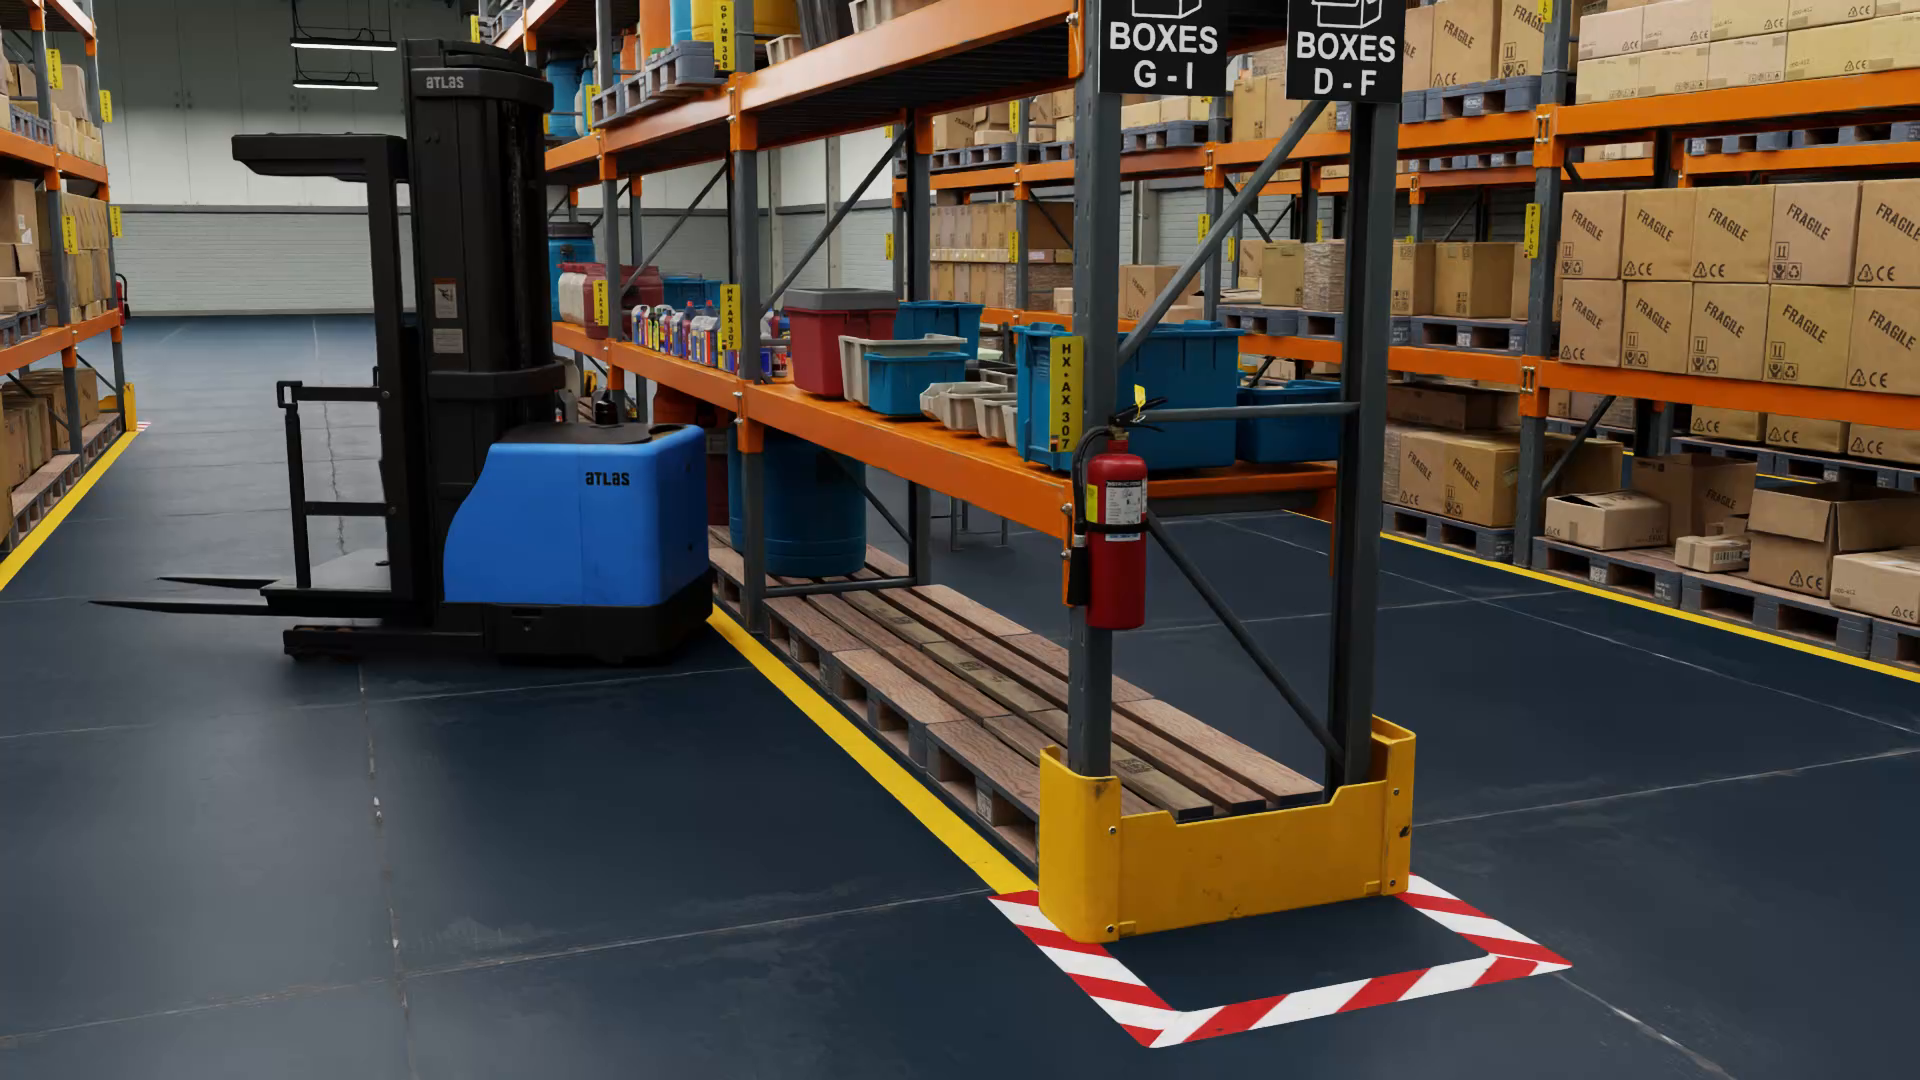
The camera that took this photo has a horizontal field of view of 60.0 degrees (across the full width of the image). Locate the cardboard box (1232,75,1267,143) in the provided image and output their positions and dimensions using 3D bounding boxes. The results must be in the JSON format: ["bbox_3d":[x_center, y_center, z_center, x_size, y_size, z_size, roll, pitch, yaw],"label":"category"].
[{"bbox_3d":[2.716,-3.445,13.372,0.910,0.500,0.500,-4,11,-21],"label":"cardboard box"}]

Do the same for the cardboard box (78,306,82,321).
[{"bbox_3d":[-8.249,-2.064,15.178,0.380,0.149,0.250,-4,11,-21],"label":"cardboard box"}]

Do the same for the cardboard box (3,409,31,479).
[{"bbox_3d":[-7.596,-0.727,12.823,0.700,0.500,0.500,-5,11,-26],"label":"cardboard box"}]

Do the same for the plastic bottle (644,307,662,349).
[{"bbox_3d":[-2.068,-1.447,11.342,0.152,0.276,0.135,-4,11,-21],"label":"plastic bottle"}]

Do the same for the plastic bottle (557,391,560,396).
[{"bbox_3d":[-4.143,-1.388,17.159,0.061,0.283,0.133,-4,11,-21],"label":"plastic bottle"}]

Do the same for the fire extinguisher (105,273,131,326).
[{"bbox_3d":[-9.219,-2.676,18.118,0.296,0.674,0.183,-4,11,-21],"label":"fire extinguisher"}]

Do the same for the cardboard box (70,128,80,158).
[{"bbox_3d":[-8.448,-3.673,15.370,0.500,0.250,0.500,-4,11,-23],"label":"cardboard box"}]

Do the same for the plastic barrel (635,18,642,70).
[{"bbox_3d":[-2.187,-3.546,12.793,0.600,0.901,0.600,0,10,0],"label":"plastic barrel"}]

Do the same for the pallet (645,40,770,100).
[{"bbox_3d":[-1.017,-2.527,9.036,1.213,0.211,1.003,-4,11,-21],"label":"pallet"}]

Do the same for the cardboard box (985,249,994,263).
[{"bbox_3d":[0.498,-3.166,18.518,0.380,0.149,0.250,-4,11,-21],"label":"cardboard box"}]

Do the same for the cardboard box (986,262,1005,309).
[{"bbox_3d":[0.713,-2.848,18.580,0.700,0.500,0.500,-4,11,-21],"label":"cardboard box"}]

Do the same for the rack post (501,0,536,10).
[{"bbox_3d":[-4.259,-5.582,17.324,0.937,0.300,0.954,-4,11,-22],"label":"rack post"}]

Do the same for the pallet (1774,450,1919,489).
[{"bbox_3d":[7.796,-0.598,14.179,1.003,0.211,1.213,-4,11,-21],"label":"pallet"}]

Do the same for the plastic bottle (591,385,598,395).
[{"bbox_3d":[-3.949,-1.538,18.000,0.061,0.283,0.133,-4,11,-21],"label":"plastic bottle"}]

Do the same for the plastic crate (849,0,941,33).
[{"bbox_3d":[-0.172,-2.037,6.495,0.437,0.136,0.530,-4,11,-21],"label":"plastic crate"}]

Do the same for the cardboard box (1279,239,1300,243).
[{"bbox_3d":[4.488,-3.651,21.611,0.500,0.500,0.500,-4,11,-23],"label":"cardboard box"}]

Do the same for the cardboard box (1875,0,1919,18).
[{"bbox_3d":[4.643,-2.563,7.697,0.500,0.250,0.500,-4,11,-21],"label":"cardboard box"}]

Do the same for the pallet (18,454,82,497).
[{"bbox_3d":[-7.874,-0.513,13.702,1.003,0.211,1.213,-4,11,-21],"label":"pallet"}]

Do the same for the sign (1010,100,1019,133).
[{"bbox_3d":[0.561,-4.376,17.188,0.100,0.325,0.005,-4,11,-21],"label":"sign"}]

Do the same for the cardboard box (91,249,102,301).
[{"bbox_3d":[-8.999,-2.612,16.403,0.875,0.500,0.500,-4,11,-21],"label":"cardboard box"}]

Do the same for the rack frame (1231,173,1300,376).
[{"bbox_3d":[4.243,-3.609,23.144,1.000,3.000,0.127,-4,11,-21],"label":"rack frame"}]

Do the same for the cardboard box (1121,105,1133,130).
[{"bbox_3d":[1.713,-3.935,15.640,0.500,0.250,0.500,-5,11,-26],"label":"cardboard box"}]

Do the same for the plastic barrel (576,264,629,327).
[{"bbox_3d":[-2.976,-2.034,13.900,0.433,0.535,0.433,0,10,0],"label":"plastic barrel"}]

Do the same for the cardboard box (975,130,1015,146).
[{"bbox_3d":[0.385,-4.449,18.422,0.380,0.149,0.250,-4,11,-21],"label":"cardboard box"}]

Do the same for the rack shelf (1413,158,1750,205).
[{"bbox_3d":[6.418,-3.752,17.438,1.077,0.370,4.000,-4,11,-21],"label":"rack shelf"}]

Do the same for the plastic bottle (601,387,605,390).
[{"bbox_3d":[-3.800,-1.518,17.912,0.152,0.276,0.135,-4,11,-22],"label":"plastic bottle"}]

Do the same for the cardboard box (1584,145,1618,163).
[{"bbox_3d":[6.759,-4.058,16.752,0.797,0.503,0.637,-2,10,-13],"label":"cardboard box"}]

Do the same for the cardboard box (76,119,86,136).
[{"bbox_3d":[-8.750,-4.027,16.218,0.380,0.149,0.250,-4,11,-24],"label":"cardboard box"}]

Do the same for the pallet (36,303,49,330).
[{"bbox_3d":[-8.016,-1.785,13.435,1.003,0.211,1.213,-4,11,-21],"label":"pallet"}]

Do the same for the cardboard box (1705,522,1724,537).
[{"bbox_3d":[4.639,-0.016,9.828,0.380,0.149,0.250,-4,11,-21],"label":"cardboard box"}]

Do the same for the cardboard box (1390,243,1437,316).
[{"bbox_3d":[3.279,-1.876,11.915,0.700,0.500,0.500,-7,12,-35],"label":"cardboard box"}]

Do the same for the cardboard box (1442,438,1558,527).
[{"bbox_3d":[3.530,-0.384,10.892,0.500,0.500,0.500,-4,11,-21],"label":"cardboard box"}]

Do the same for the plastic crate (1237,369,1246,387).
[{"bbox_3d":[0.787,-0.484,5.885,0.416,0.233,0.300,-4,11,-21],"label":"plastic crate"}]

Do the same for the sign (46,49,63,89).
[{"bbox_3d":[-7.641,-3.974,14.030,0.100,0.325,0.005,-4,11,-21],"label":"sign"}]

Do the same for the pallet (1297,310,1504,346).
[{"bbox_3d":[3.236,-1.577,12.266,1.003,0.211,1.213,-4,11,-21],"label":"pallet"}]

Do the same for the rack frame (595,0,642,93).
[{"bbox_3d":[-2.091,-4.628,11.743,1.000,3.000,0.127,-4,11,-21],"label":"rack frame"}]

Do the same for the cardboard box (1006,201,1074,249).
[{"bbox_3d":[0.911,-3.401,17.985,0.700,0.500,0.500,-4,11,-21],"label":"cardboard box"}]

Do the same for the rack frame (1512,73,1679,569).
[{"bbox_3d":[3.976,-1.335,10.362,1.000,3.000,0.127,-4,11,-21],"label":"rack frame"}]

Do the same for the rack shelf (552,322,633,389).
[{"bbox_3d":[-2.816,-1.647,14.166,1.077,0.370,4.000,-4,11,-21],"label":"rack shelf"}]

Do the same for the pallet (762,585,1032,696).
[{"bbox_3d":[-0.339,0.469,8.181,1.003,0.211,1.213,-4,11,-21],"label":"pallet"}]

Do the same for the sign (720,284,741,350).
[{"bbox_3d":[-1.155,-1.123,8.379,0.100,0.325,0.005,-4,11,-21],"label":"sign"}]

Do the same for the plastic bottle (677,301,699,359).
[{"bbox_3d":[-1.679,-1.306,10.340,0.144,0.351,0.185,-4,11,-21],"label":"plastic bottle"}]

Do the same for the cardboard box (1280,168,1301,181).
[{"bbox_3d":[4.485,-4.900,21.494,0.500,0.500,0.500,-3,11,-18],"label":"cardboard box"}]

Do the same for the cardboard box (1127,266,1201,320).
[{"bbox_3d":[1.904,-2.310,15.557,0.500,0.500,0.500,-5,11,-24],"label":"cardboard box"}]

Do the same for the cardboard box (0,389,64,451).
[{"bbox_3d":[-8.265,-1.057,14.735,0.500,0.500,0.500,-4,11,-23],"label":"cardboard box"}]

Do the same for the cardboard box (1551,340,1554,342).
[{"bbox_3d":[6.330,-2.036,18.040,0.500,0.250,0.500,-4,11,-23],"label":"cardboard box"}]

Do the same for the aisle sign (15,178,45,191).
[{"bbox_3d":[-9.909,-3.937,17.564,0.394,0.787,0.004,-4,11,-21],"label":"aisle sign"}]

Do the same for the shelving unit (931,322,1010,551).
[{"bbox_3d":[-0.002,-0.739,11.295,0.431,1.500,0.755,-4,11,-21],"label":"shelving unit"}]

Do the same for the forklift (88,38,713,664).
[{"bbox_3d":[-2.864,-0.940,8.334,3.031,2.935,1.130,1,10,7],"label":"forklift"}]

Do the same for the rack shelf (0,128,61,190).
[{"bbox_3d":[-7.432,-2.809,12.137,1.077,0.370,4.000,-4,11,-21],"label":"rack shelf"}]

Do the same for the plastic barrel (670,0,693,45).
[{"bbox_3d":[-1.403,-3.221,9.766,0.600,0.901,0.708,-4,11,-21],"label":"plastic barrel"}]

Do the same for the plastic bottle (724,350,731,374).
[{"bbox_3d":[-1.218,-1.064,9.190,0.152,0.276,0.135,-4,11,-21],"label":"plastic bottle"}]

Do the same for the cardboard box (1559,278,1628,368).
[{"bbox_3d":[3.907,-1.284,9.788,0.500,0.500,0.500,-4,11,-19],"label":"cardboard box"}]
